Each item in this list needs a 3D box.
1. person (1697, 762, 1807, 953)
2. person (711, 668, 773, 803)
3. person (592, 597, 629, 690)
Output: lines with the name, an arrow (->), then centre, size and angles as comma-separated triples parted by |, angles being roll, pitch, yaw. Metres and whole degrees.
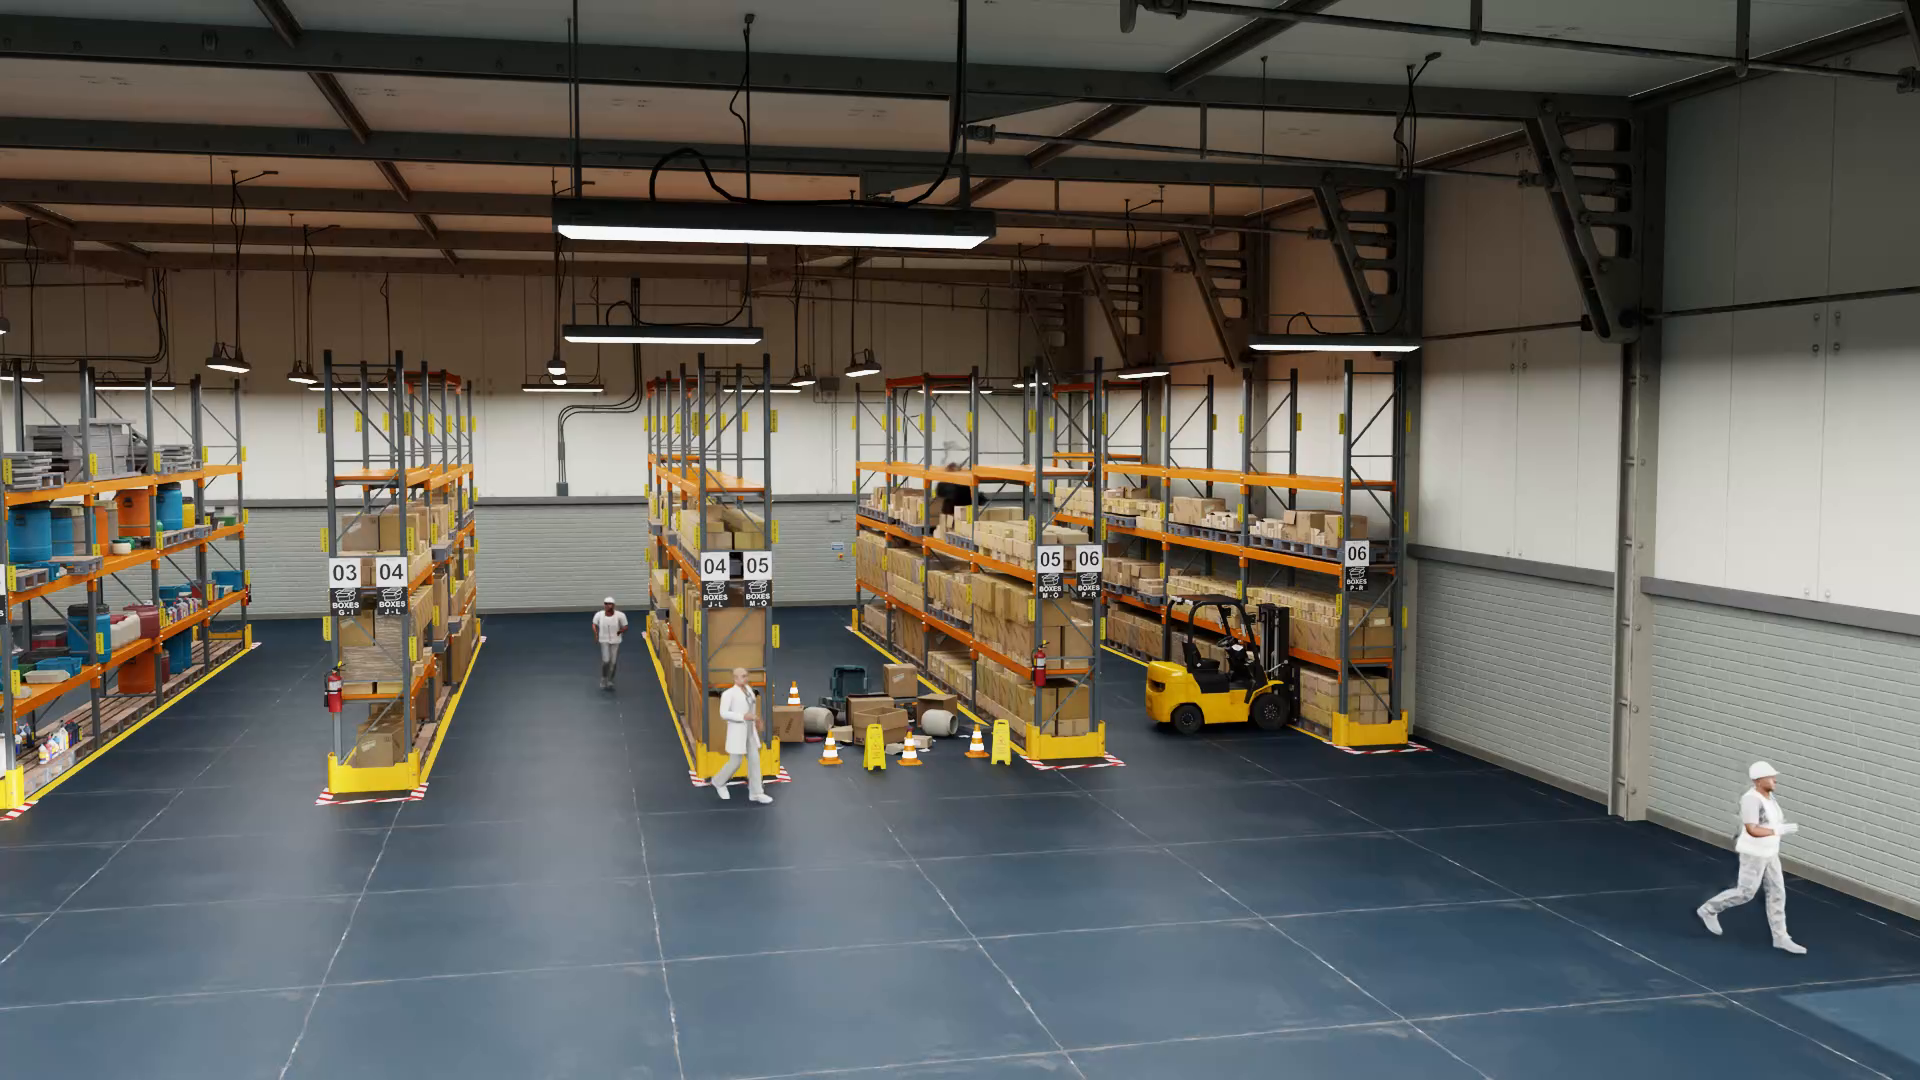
person -> 7.571, 2.980, 15.841 | 0.984, 1.765, 0.685 | 4, 6, 45
person -> -2.875, 2.568, 21.931 | 0.903, 1.773, 0.716 | 3, 5, 36
person -> -6.587, 1.952, 31.362 | 0.668, 1.767, 0.679 | -1, 4, -13
